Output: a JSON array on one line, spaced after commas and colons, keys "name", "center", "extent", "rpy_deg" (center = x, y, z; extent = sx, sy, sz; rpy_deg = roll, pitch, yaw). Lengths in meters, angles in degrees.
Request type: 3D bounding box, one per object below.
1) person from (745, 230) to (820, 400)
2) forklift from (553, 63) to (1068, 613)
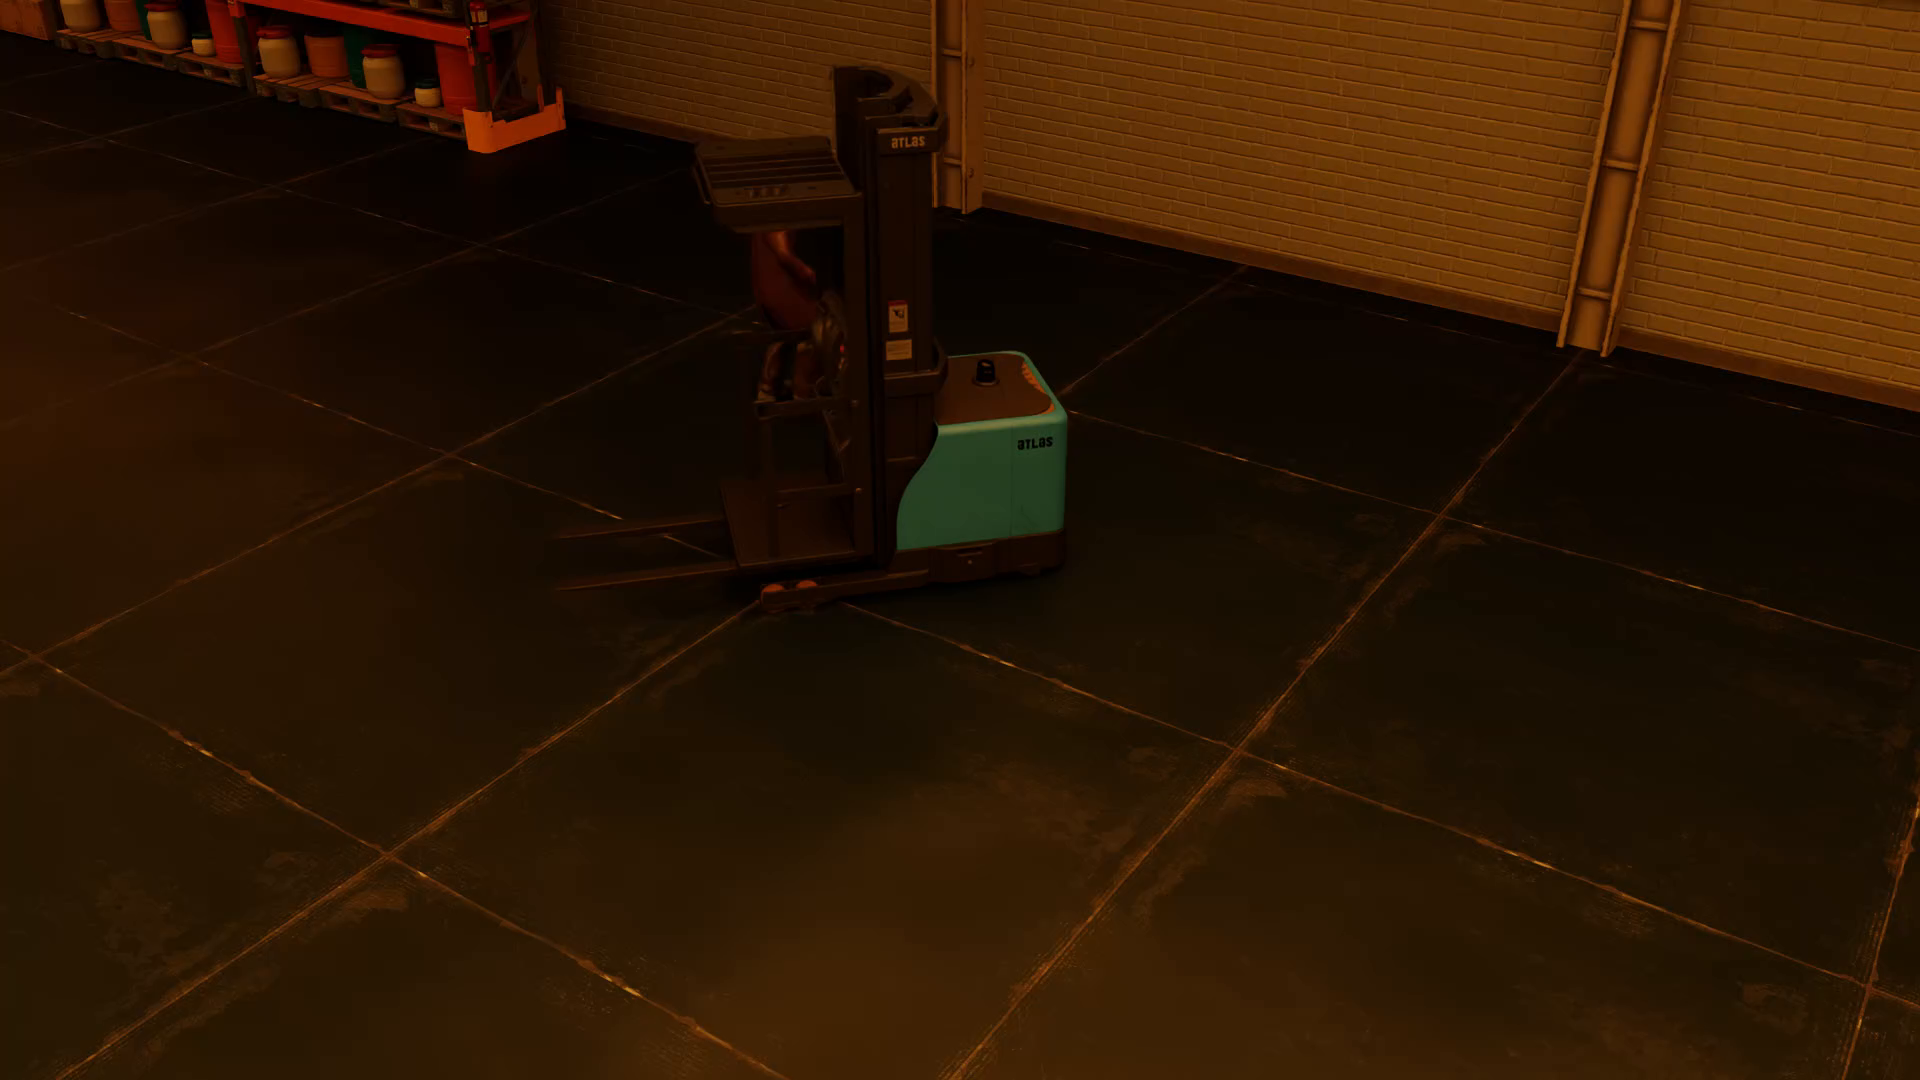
[{"name": "person", "center": [-1.246, -1.822, 11.923], "extent": [0.549, 1.742, 0.792], "rpy_deg": [-19, 35, -29]}, {"name": "forklift", "center": [-0.931, -1.131, 9.530], "extent": [3.031, 2.935, 1.130], "rpy_deg": [-7, 31, -12]}]
